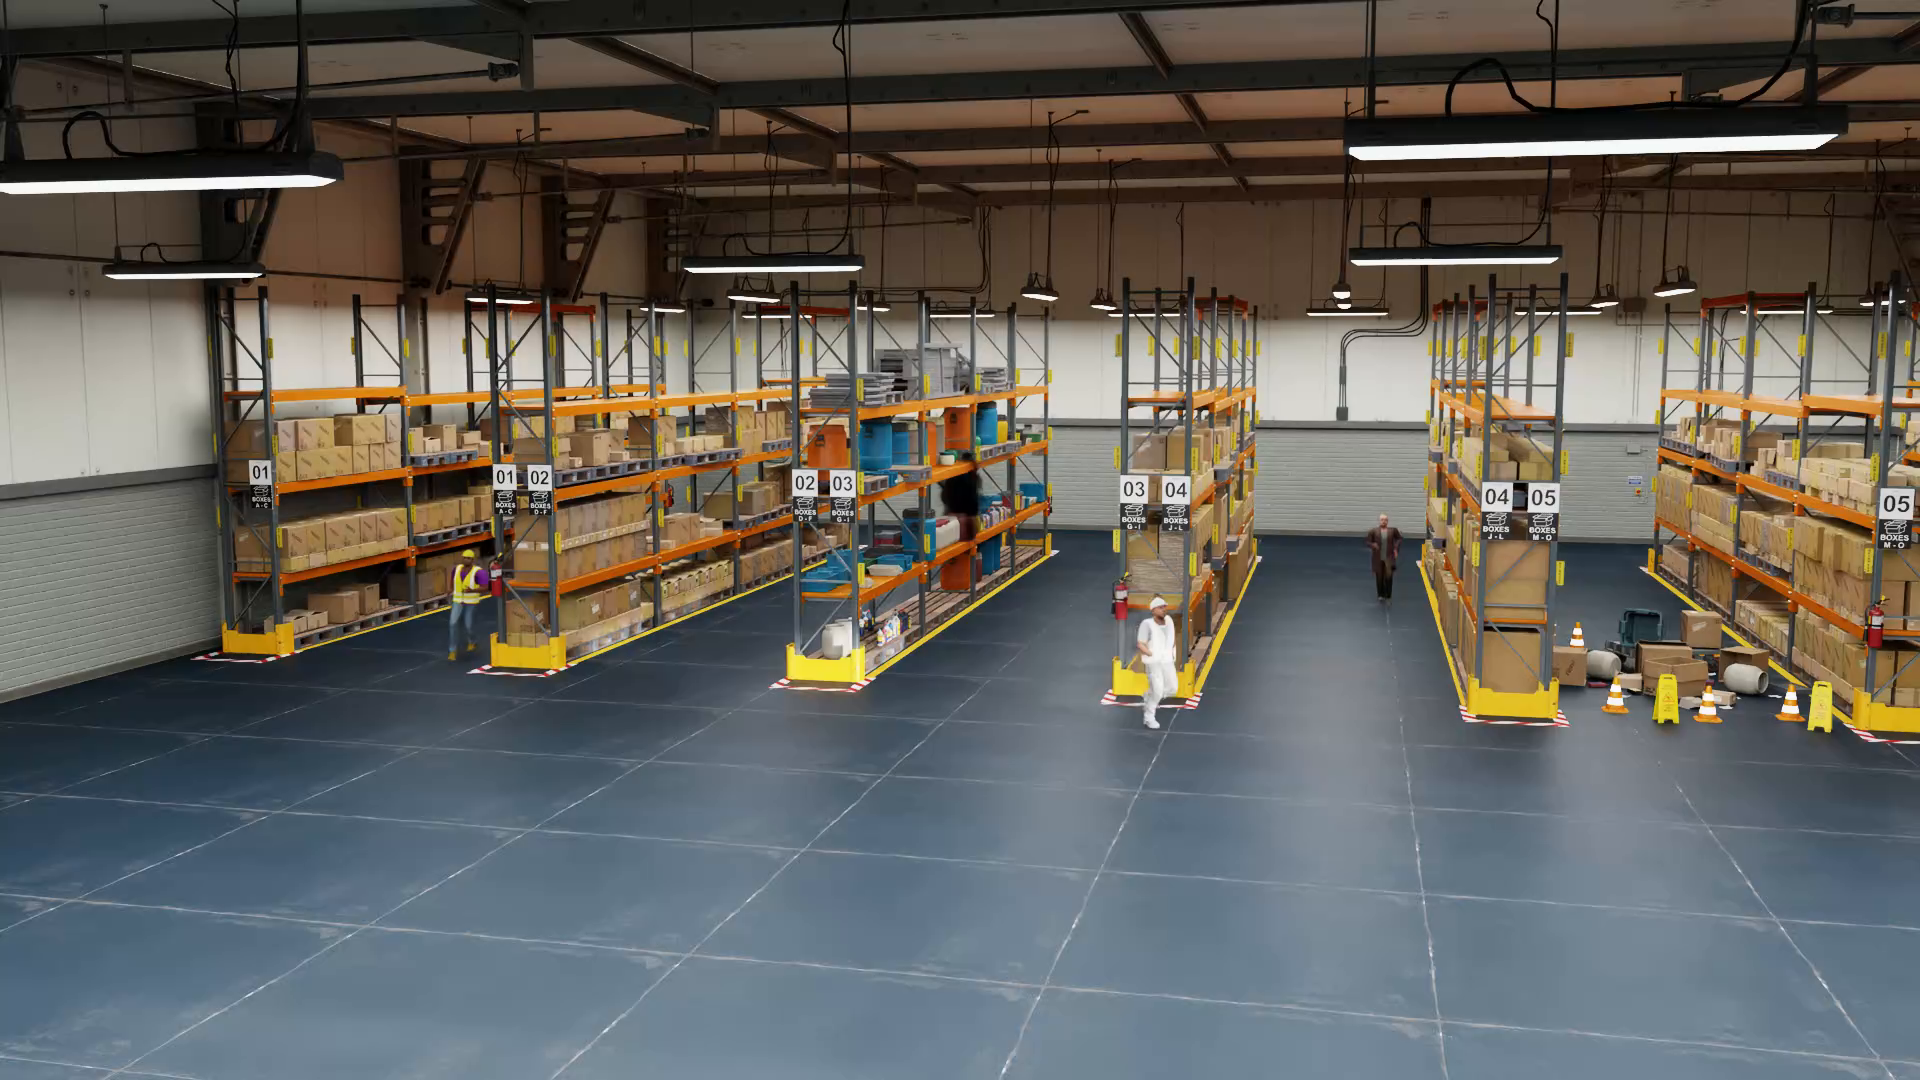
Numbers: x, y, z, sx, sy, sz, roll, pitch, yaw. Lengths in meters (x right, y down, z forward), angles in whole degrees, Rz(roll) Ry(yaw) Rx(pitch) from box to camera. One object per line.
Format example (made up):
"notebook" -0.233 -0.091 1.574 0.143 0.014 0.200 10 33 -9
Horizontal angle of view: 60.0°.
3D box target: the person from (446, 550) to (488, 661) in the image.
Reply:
"person" -8.006 1.029 27.058 0.705 1.779 0.846 0 7 3

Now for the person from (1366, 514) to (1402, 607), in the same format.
"person" 8.269 0.407 32.476 0.682 1.824 0.811 2 7 15

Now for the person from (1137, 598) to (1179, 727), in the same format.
"person" 2.642 1.618 22.053 0.721 1.735 0.663 -4 8 -34
